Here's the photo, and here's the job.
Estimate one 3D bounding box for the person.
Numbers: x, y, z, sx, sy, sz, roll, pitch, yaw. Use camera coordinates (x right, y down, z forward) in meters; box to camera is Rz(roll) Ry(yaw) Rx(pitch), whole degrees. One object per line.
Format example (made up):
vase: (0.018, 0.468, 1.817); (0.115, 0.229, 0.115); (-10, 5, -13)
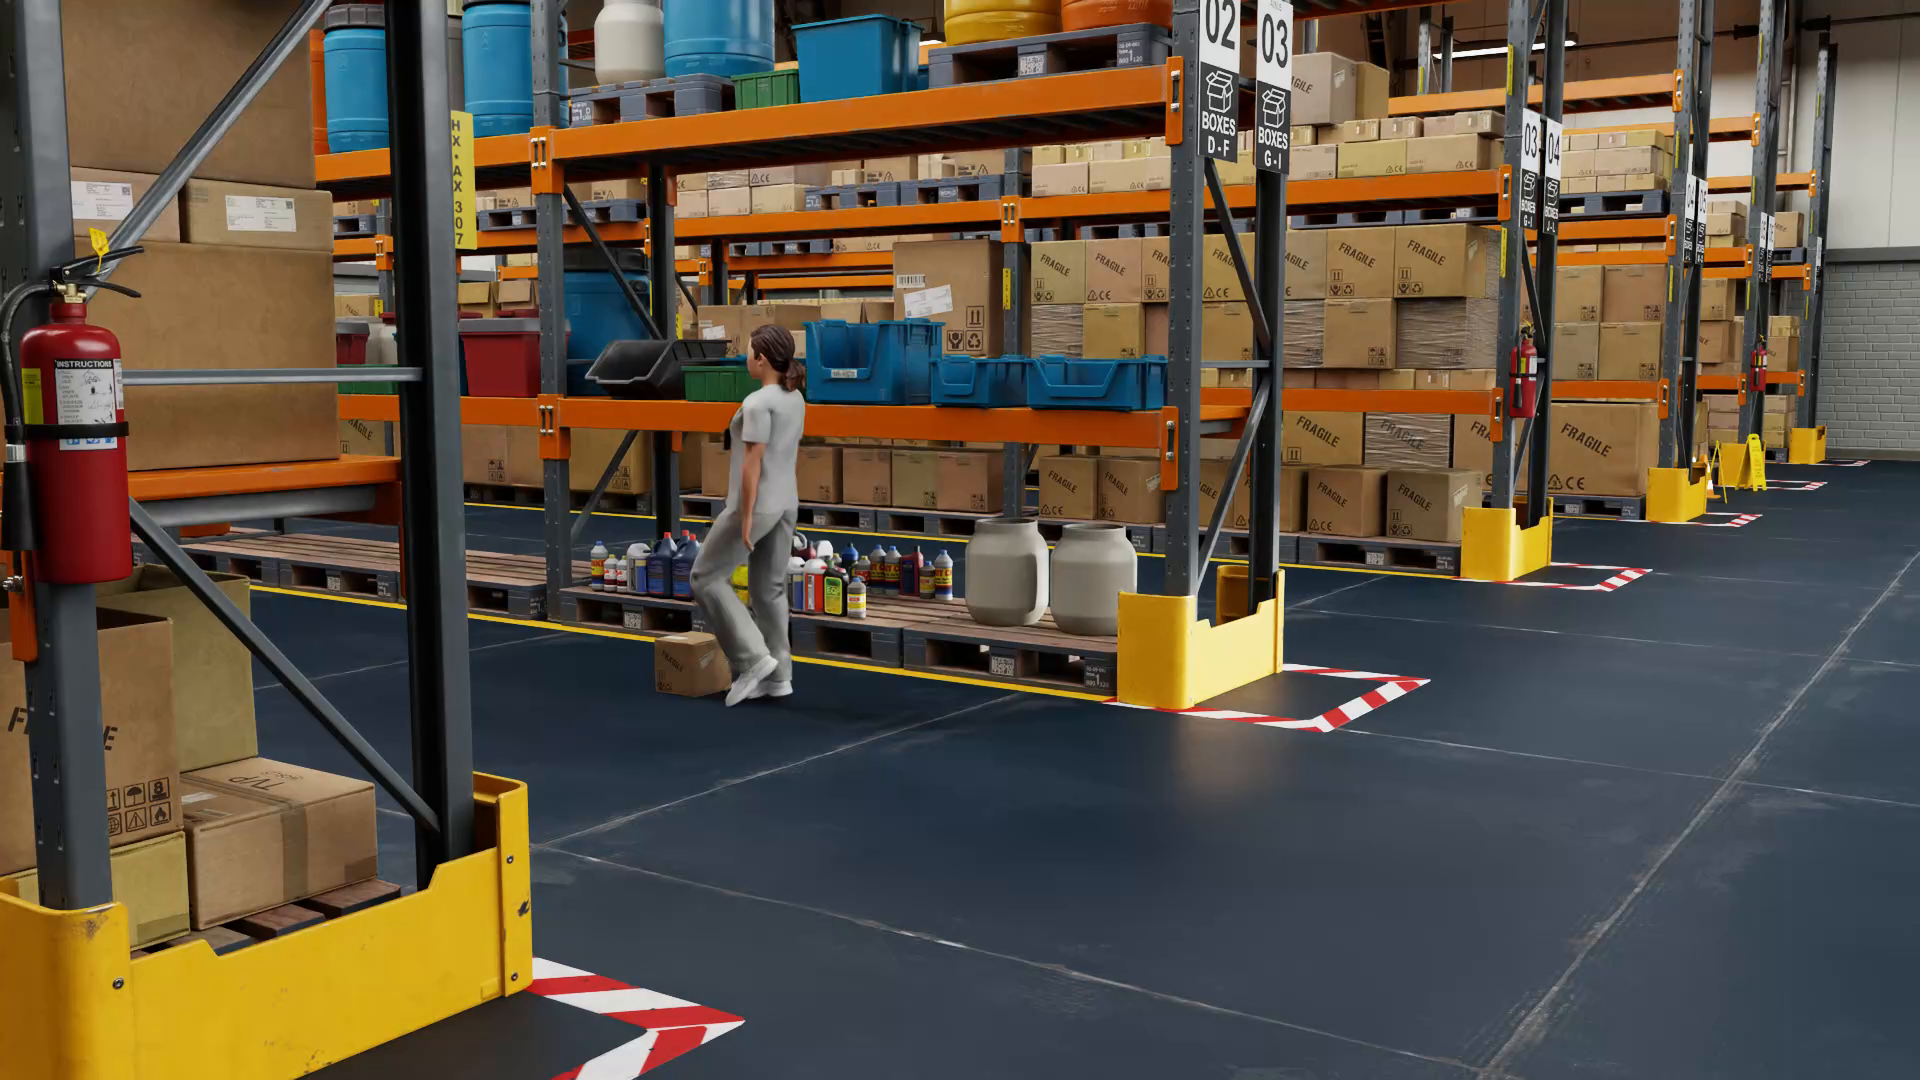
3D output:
person: (-0.896, -0.102, 7.346); (0.524, 1.689, 0.476); (3, 7, 25)
